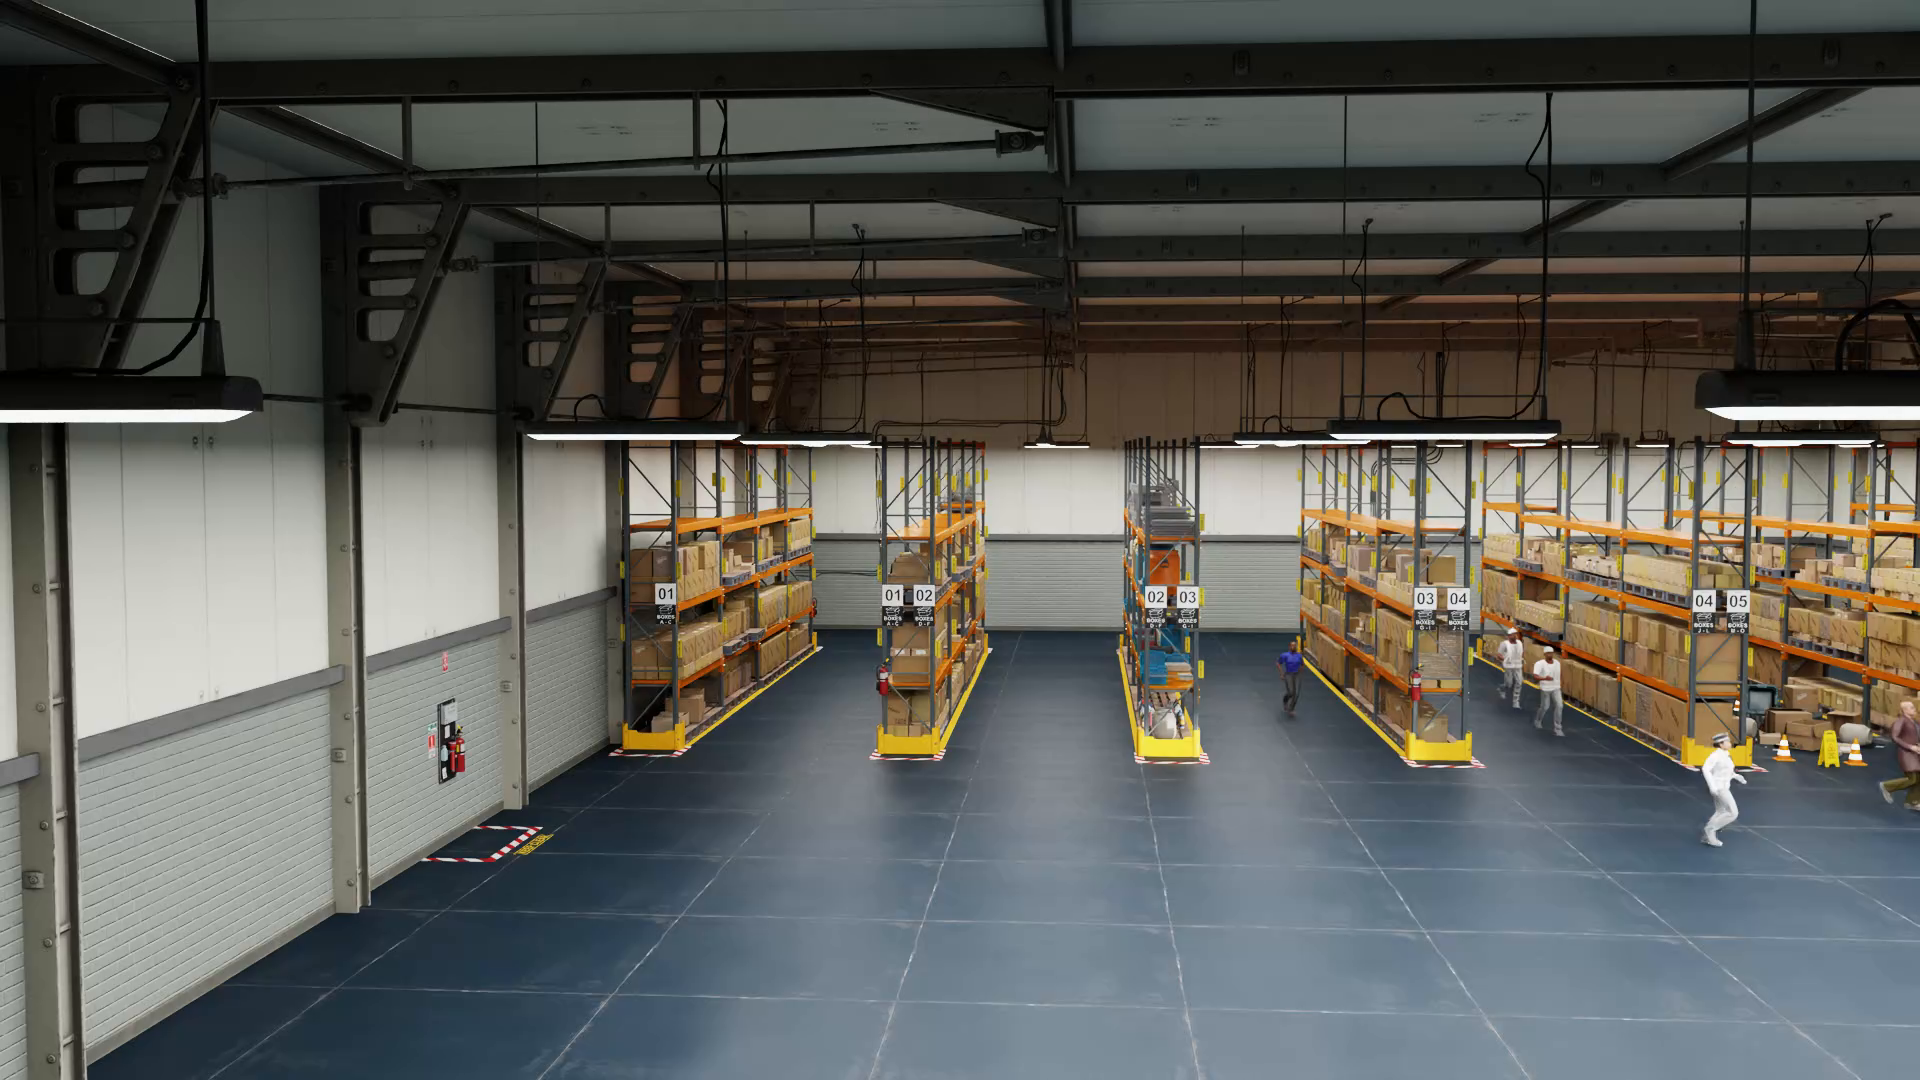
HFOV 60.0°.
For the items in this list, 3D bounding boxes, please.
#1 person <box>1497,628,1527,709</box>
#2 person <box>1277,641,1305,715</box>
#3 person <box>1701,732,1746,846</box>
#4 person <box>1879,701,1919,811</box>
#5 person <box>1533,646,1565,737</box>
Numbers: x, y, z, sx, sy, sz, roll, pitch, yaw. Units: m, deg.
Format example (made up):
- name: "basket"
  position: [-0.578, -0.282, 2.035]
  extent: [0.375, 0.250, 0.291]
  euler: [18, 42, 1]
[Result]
- name: "person"
  position: [12.341, 2.854, 37.159]
  extent: [0.681, 1.766, 0.878]
  euler: [0, 3, -6]
- name: "person"
  position: [7.202, 2.991, 35.994]
  extent: [0.567, 1.614, 0.549]
  euler: [0, 3, -8]
- name: "person"
  position: [11.049, 3.597, 24.062]
  extent: [0.567, 1.661, 0.623]
  euler: [2, 4, 31]
- name: "person"
  position: [15.114, 3.433, 26.554]
  extent: [0.713, 1.727, 0.707]
  euler: [-2, 4, -39]
- name: "person"
  position: [11.953, 3.042, 33.680]
  extent: [0.694, 1.785, 0.896]
  euler: [0, 3, -5]
